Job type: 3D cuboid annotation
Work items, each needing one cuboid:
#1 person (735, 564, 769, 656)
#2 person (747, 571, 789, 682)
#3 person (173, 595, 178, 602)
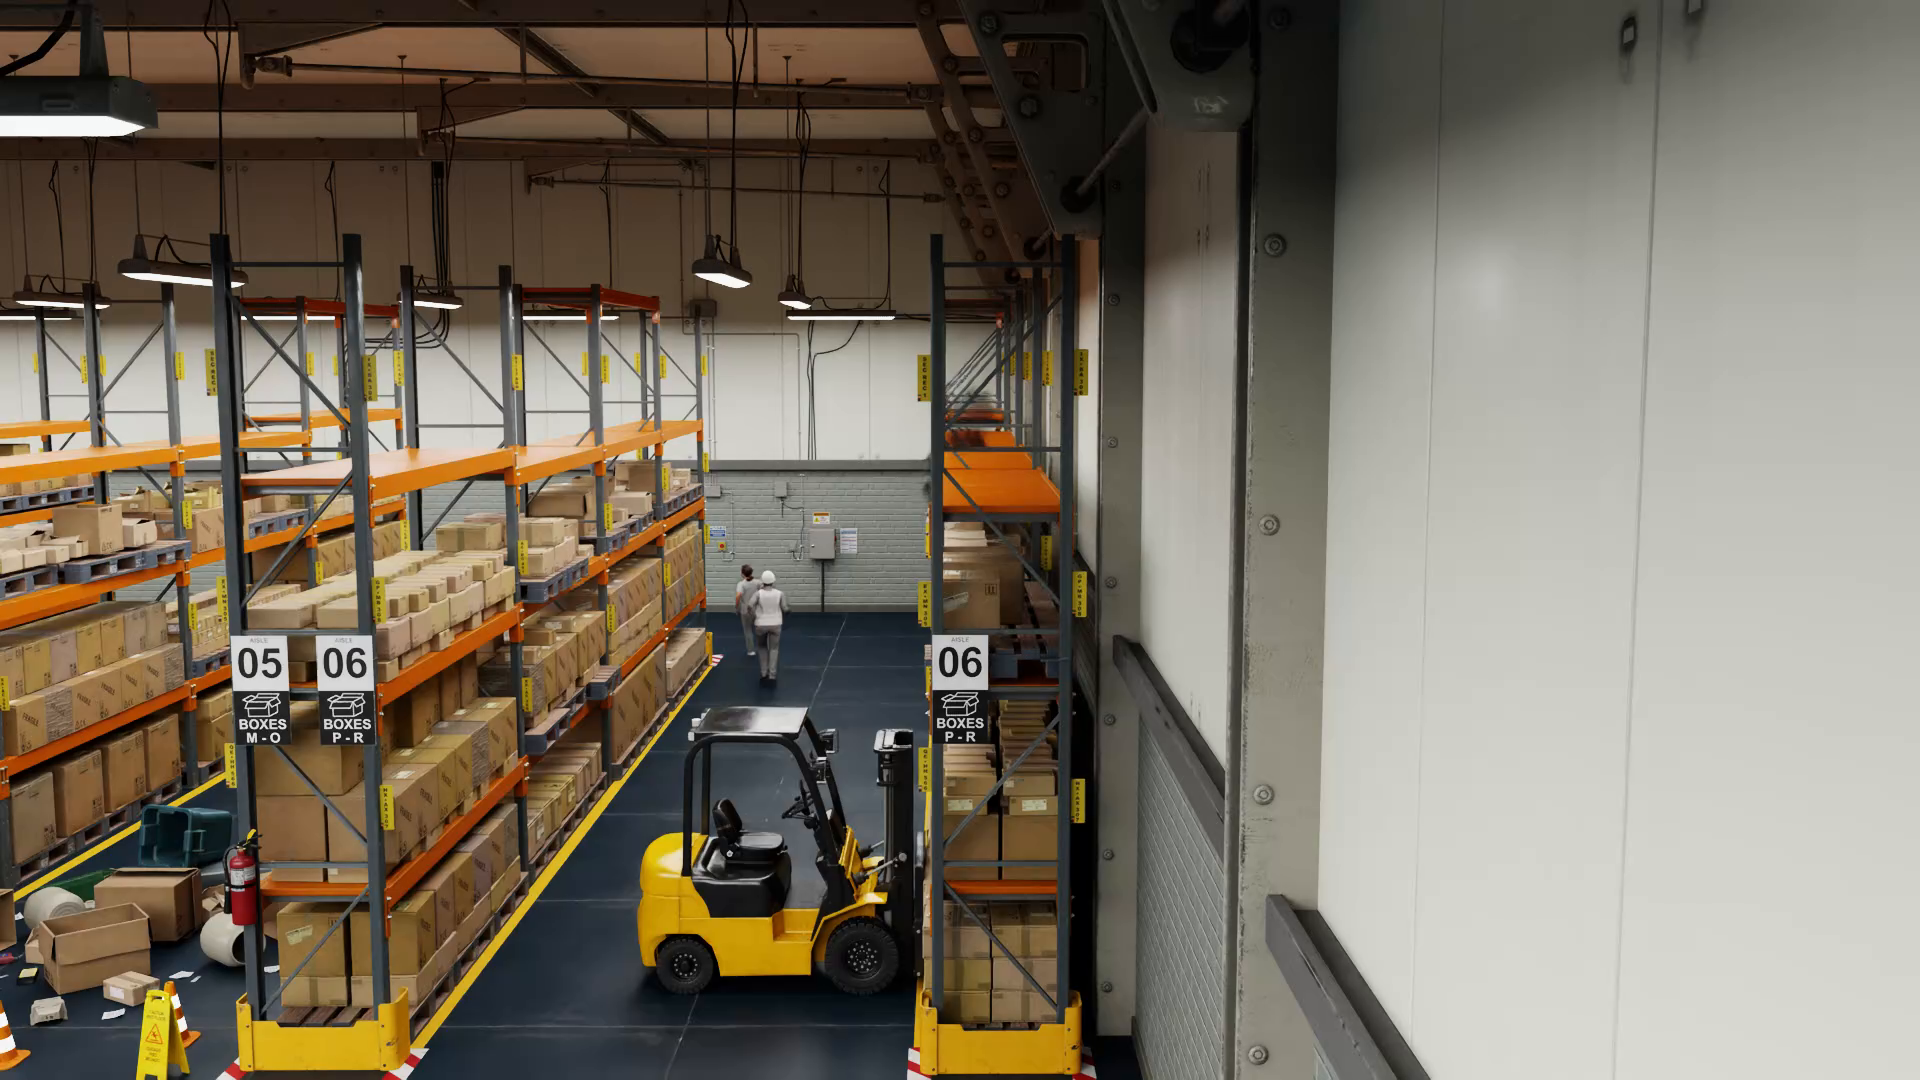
[{"bbox_3d":[-3.593,1.214,28.322,0.629,1.630,0.934,-4,7,-31],"label":"person"},{"bbox_3d":[-3.021,1.386,26.198,0.644,1.823,0.752,-1,6,-5],"label":"person"},{"bbox_3d":[-11.433,1.628,24.551,0.585,1.682,0.966,0,6,2],"label":"person"}]
